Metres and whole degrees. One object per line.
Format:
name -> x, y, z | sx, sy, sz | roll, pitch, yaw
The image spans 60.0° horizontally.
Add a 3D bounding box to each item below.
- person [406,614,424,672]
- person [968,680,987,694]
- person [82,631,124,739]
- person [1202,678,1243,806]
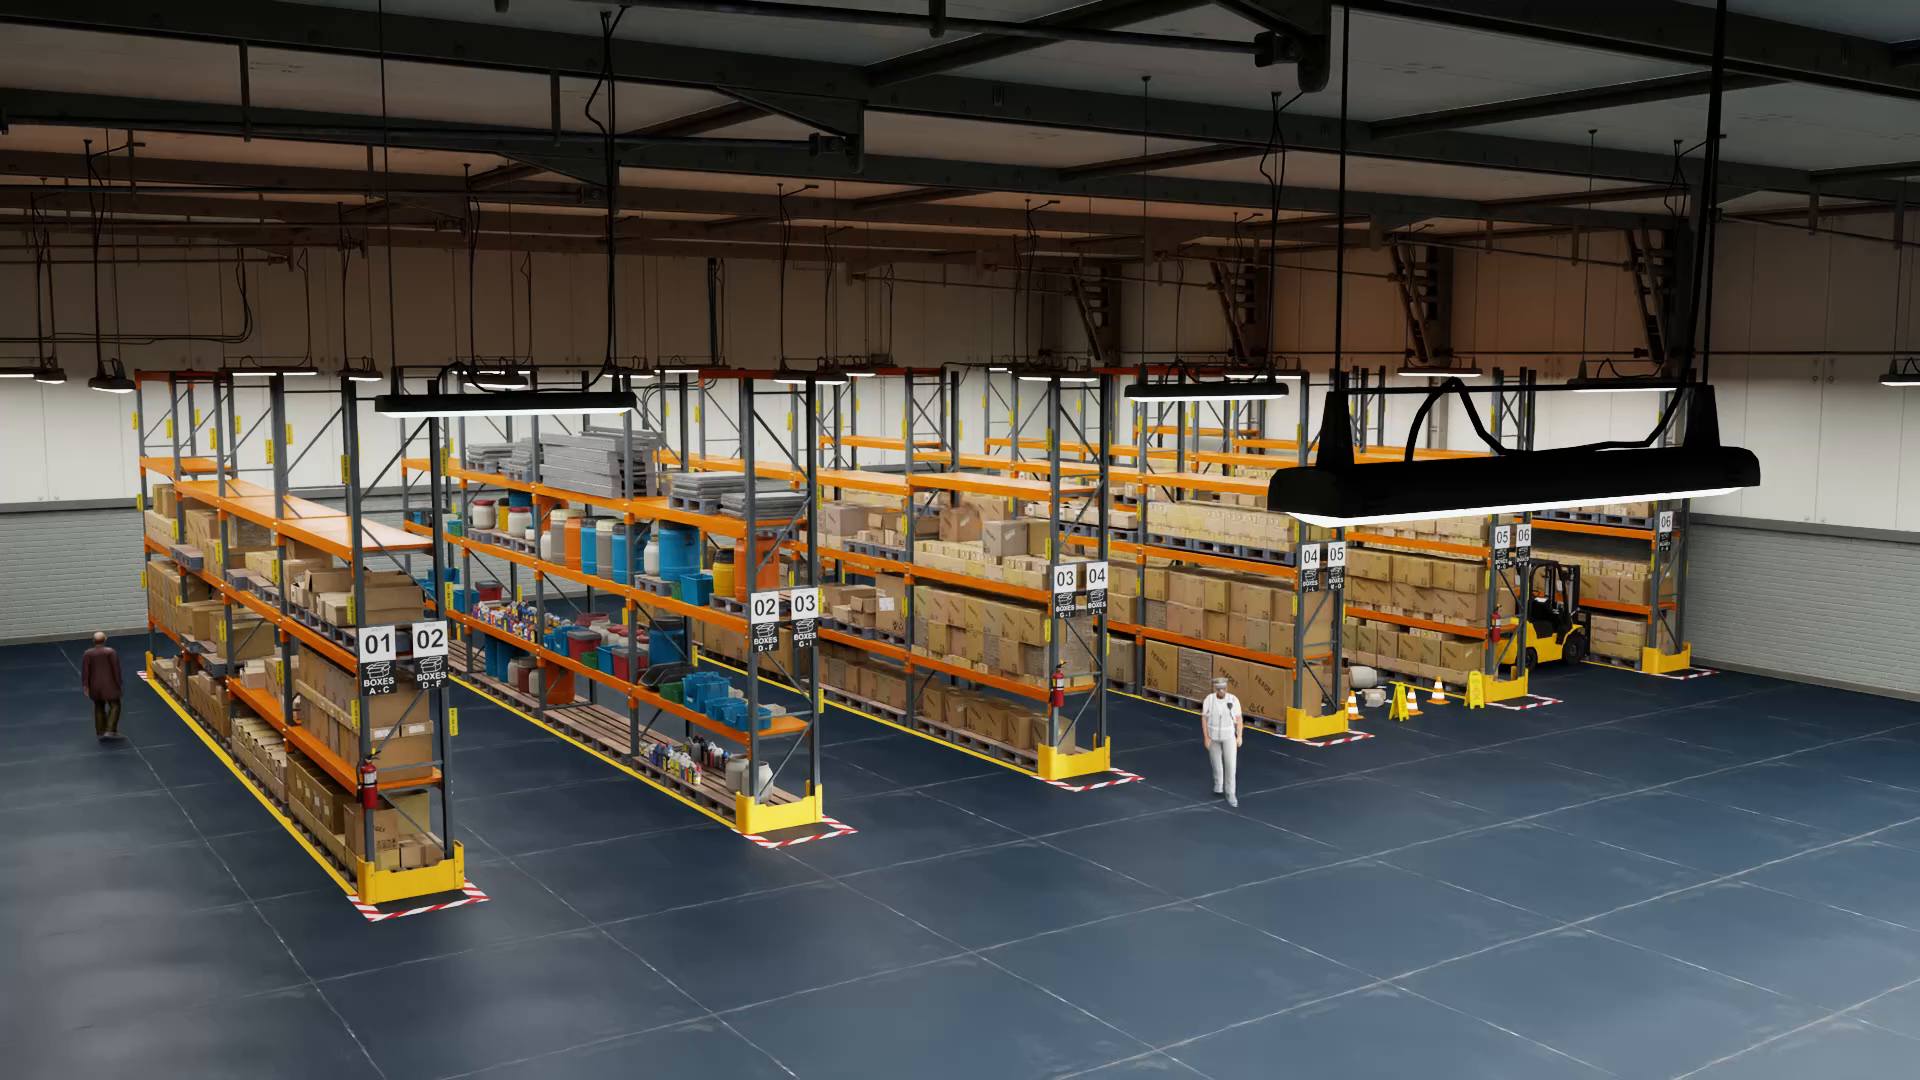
person -> -9.955, 2.062, 30.460 | 0.631, 1.682, 0.727 | -3, 7, -22
person -> 0.322, 2.174, 29.913 | 0.601, 1.588, 0.708 | -3, 7, -24
person -> -14.036, 2.385, 27.210 | 0.633, 1.778, 0.586 | -1, 7, -8
person -> 3.719, 2.805, 23.603 | 0.580, 1.737, 0.863 | 2, 7, 17
